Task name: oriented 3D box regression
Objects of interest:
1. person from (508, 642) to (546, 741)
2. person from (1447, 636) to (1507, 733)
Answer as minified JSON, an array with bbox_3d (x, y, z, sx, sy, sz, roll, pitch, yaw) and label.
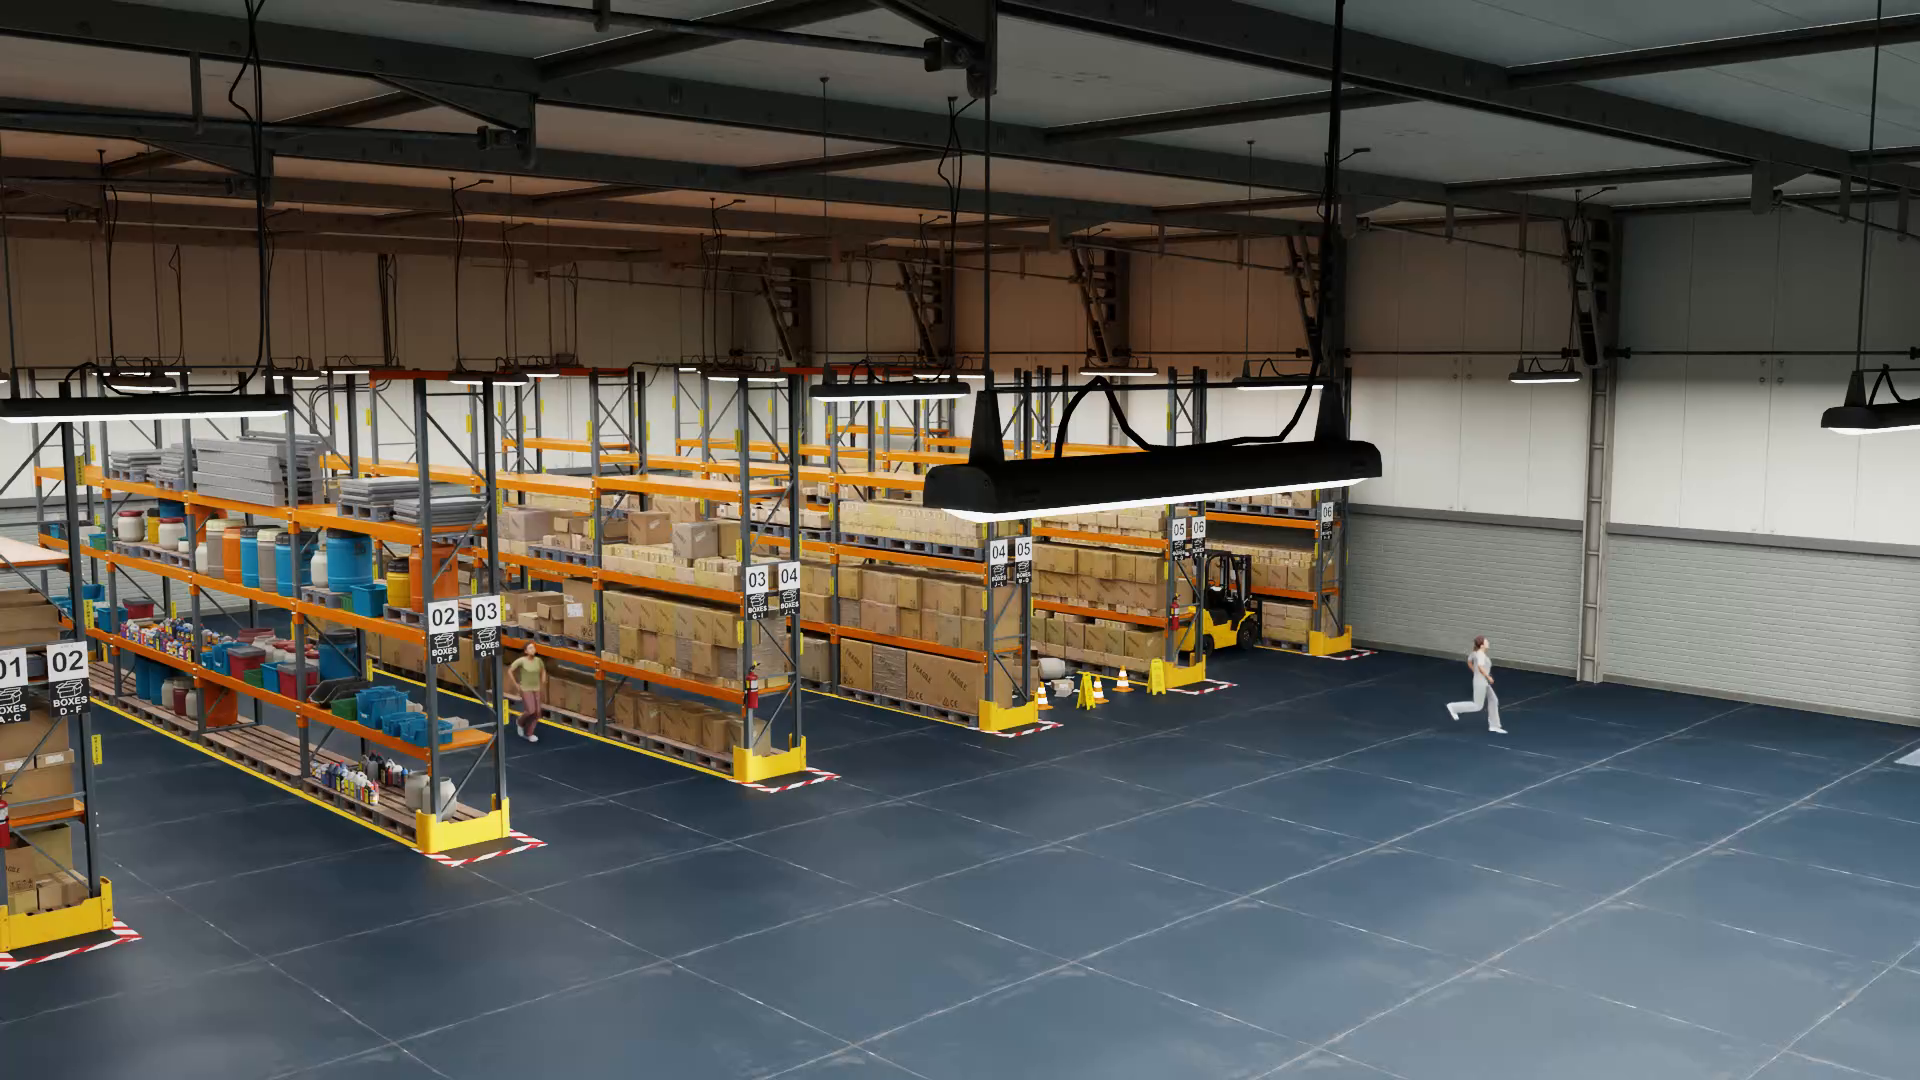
[{"bbox_3d":[-6.983,2.464,27.073,0.624,1.638,0.514,-6,9,-43],"label":"person"},{"bbox_3d":[8.646,2.414,27.745,0.994,1.652,0.548,1,7,13],"label":"person"}]
